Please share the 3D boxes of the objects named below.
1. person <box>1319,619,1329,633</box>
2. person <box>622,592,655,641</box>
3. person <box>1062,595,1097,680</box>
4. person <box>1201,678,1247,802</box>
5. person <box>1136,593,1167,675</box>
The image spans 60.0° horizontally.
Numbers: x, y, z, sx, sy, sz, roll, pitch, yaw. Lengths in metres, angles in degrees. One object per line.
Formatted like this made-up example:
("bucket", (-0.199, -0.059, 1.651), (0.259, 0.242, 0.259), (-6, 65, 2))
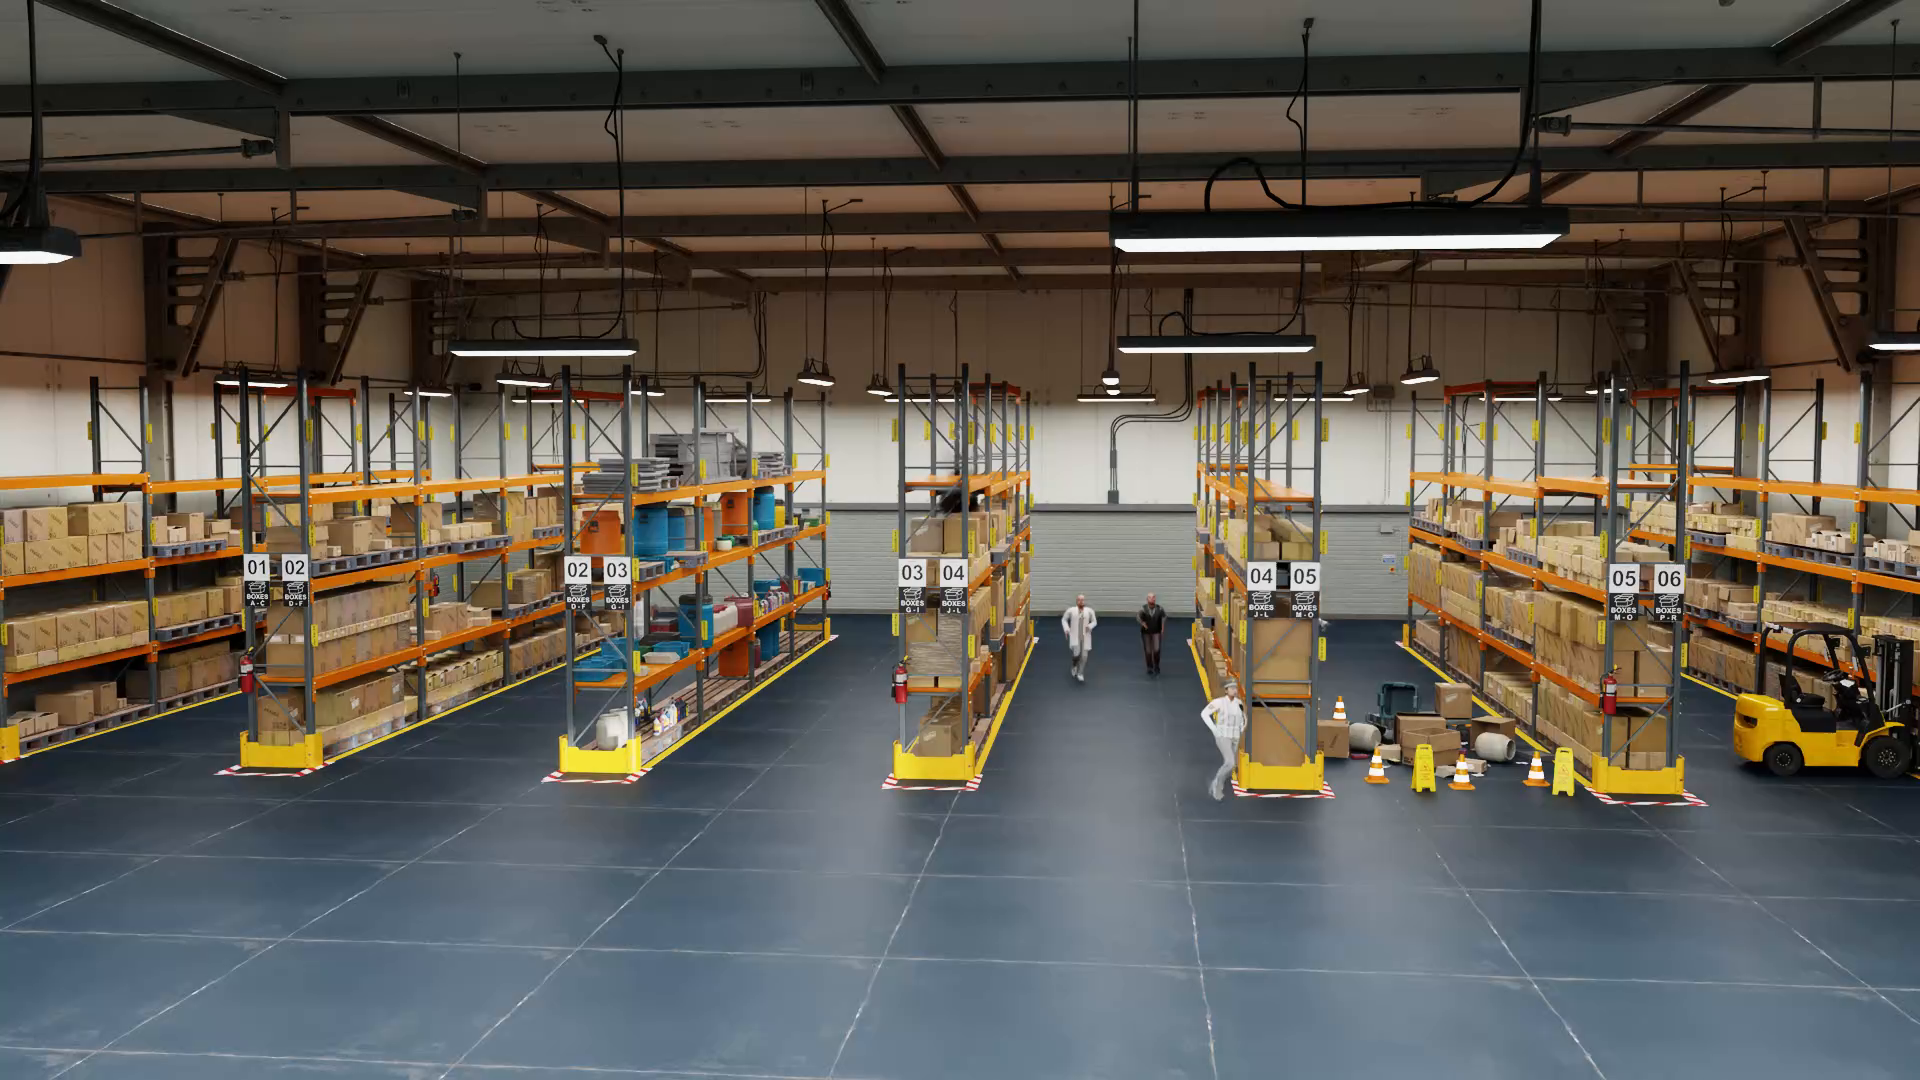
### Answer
("person", (8.628, 1.536, 40.575), (0.747, 1.740, 0.638), (1, 4, 11))
("person", (-6.842, 1.858, 35.232), (0.638, 1.844, 0.782), (0, 4, 0))
("person", (2.426, 1.978, 33.570), (0.701, 1.735, 0.624), (0, 4, -3))
("person", (3.661, 2.713, 22.661), (0.646, 1.690, 0.563), (-2, 4, -28))
("person", (3.954, 1.944, 34.364), (0.640, 1.696, 0.665), (0, 4, 7))
